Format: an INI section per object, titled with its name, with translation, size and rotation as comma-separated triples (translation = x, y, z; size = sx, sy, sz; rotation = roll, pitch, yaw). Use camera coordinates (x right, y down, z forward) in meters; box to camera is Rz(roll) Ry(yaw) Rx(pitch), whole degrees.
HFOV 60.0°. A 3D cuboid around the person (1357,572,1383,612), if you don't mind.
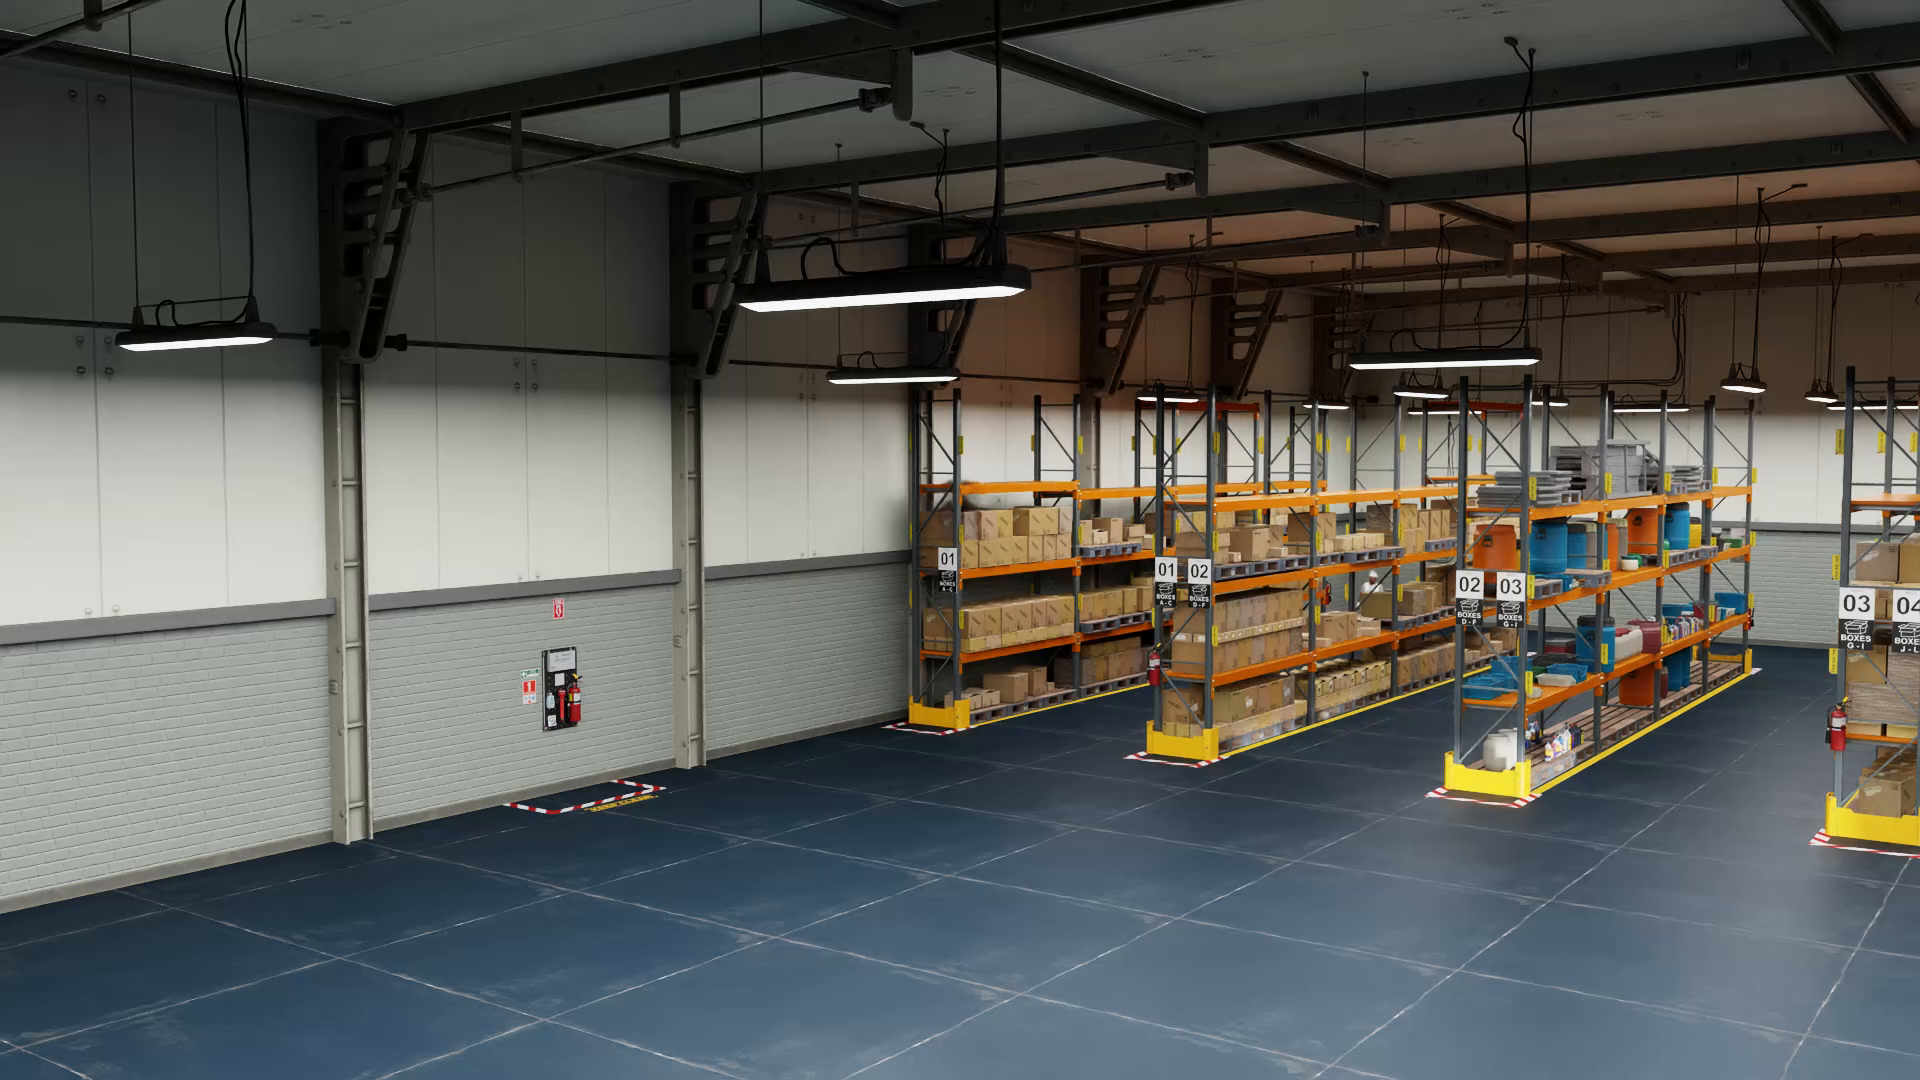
[person]
translation = 10.552, 1.698, 42.634
size = 0.699, 1.755, 0.834
rotation = 0, 3, 7
